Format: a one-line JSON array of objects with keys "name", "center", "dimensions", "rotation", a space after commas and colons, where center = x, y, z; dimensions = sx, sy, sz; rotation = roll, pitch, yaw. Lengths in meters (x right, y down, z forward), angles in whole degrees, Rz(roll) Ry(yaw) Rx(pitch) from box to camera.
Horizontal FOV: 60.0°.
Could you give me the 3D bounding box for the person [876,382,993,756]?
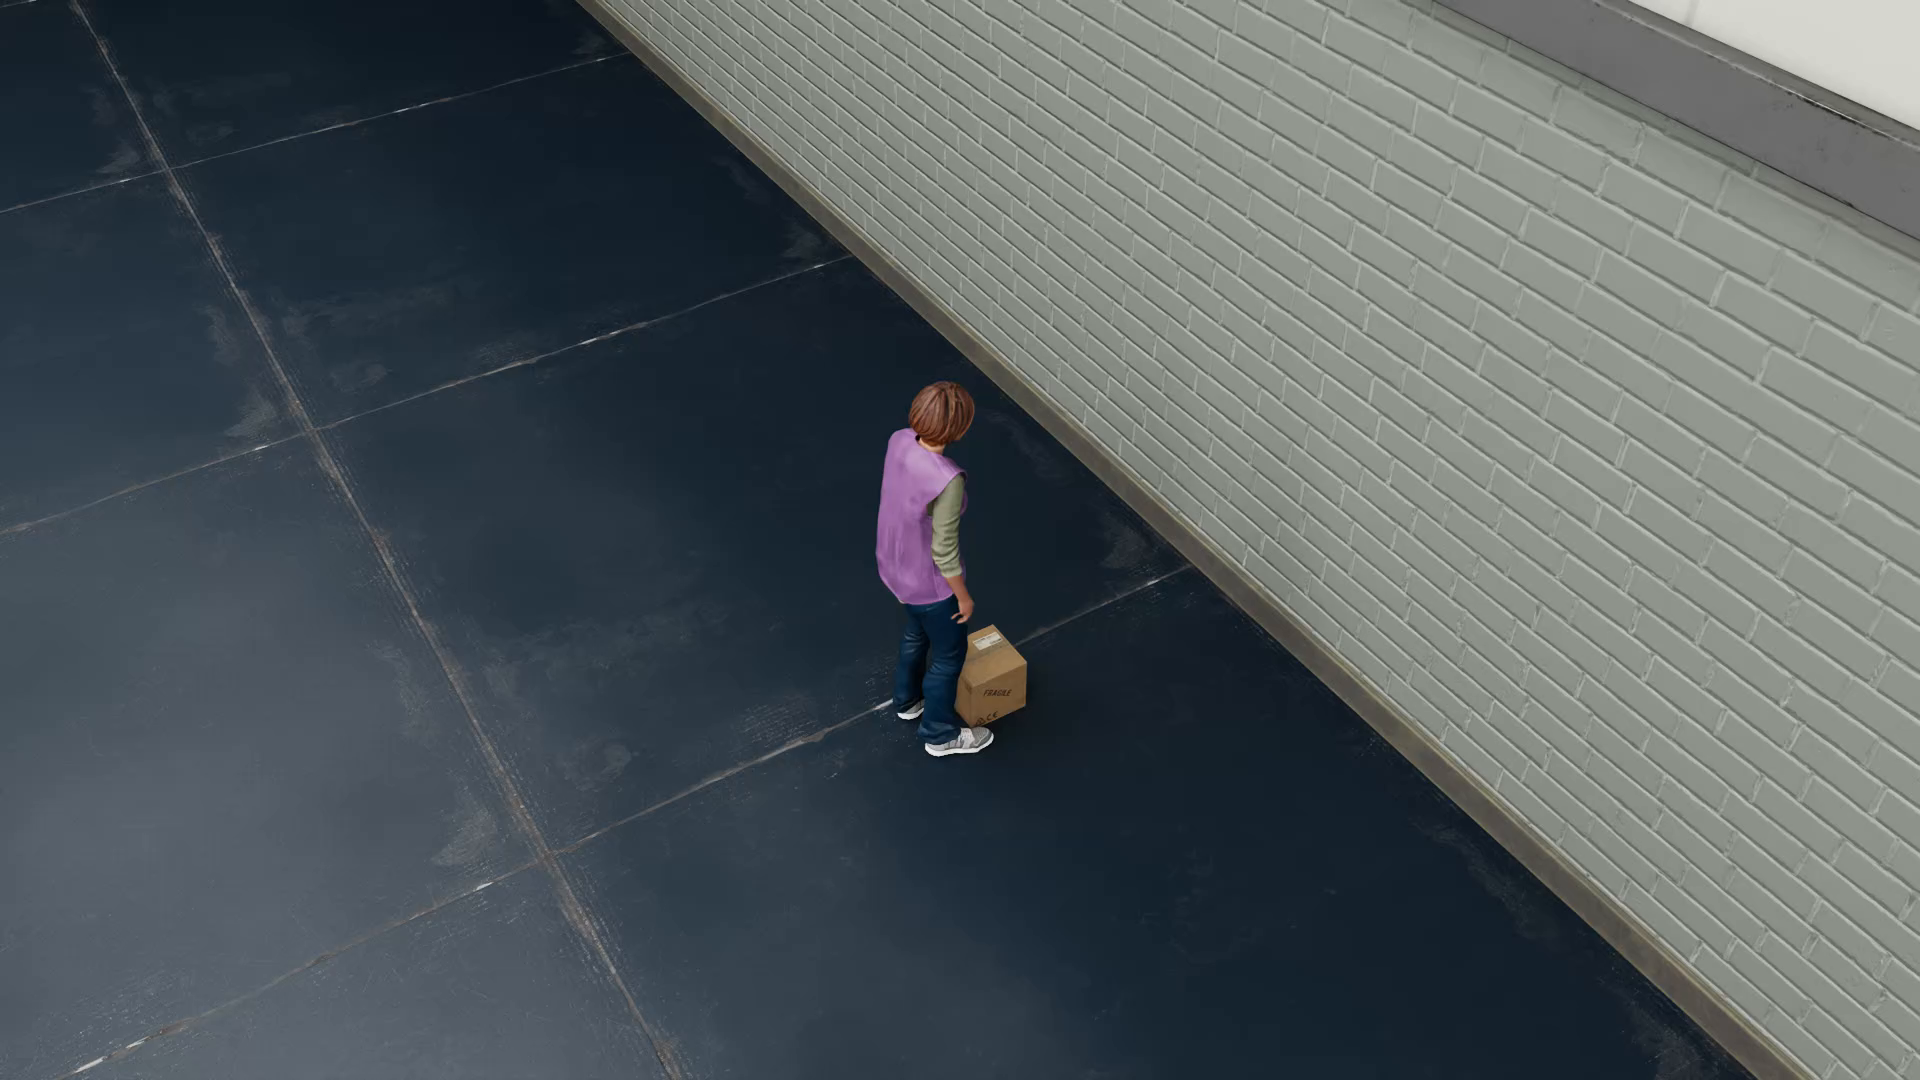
[{"name": "person", "center": [-0.108, 0.118, 6.034], "dimensions": [0.348, 1.592, 0.465], "rotation": [-21, 45, -22]}]
